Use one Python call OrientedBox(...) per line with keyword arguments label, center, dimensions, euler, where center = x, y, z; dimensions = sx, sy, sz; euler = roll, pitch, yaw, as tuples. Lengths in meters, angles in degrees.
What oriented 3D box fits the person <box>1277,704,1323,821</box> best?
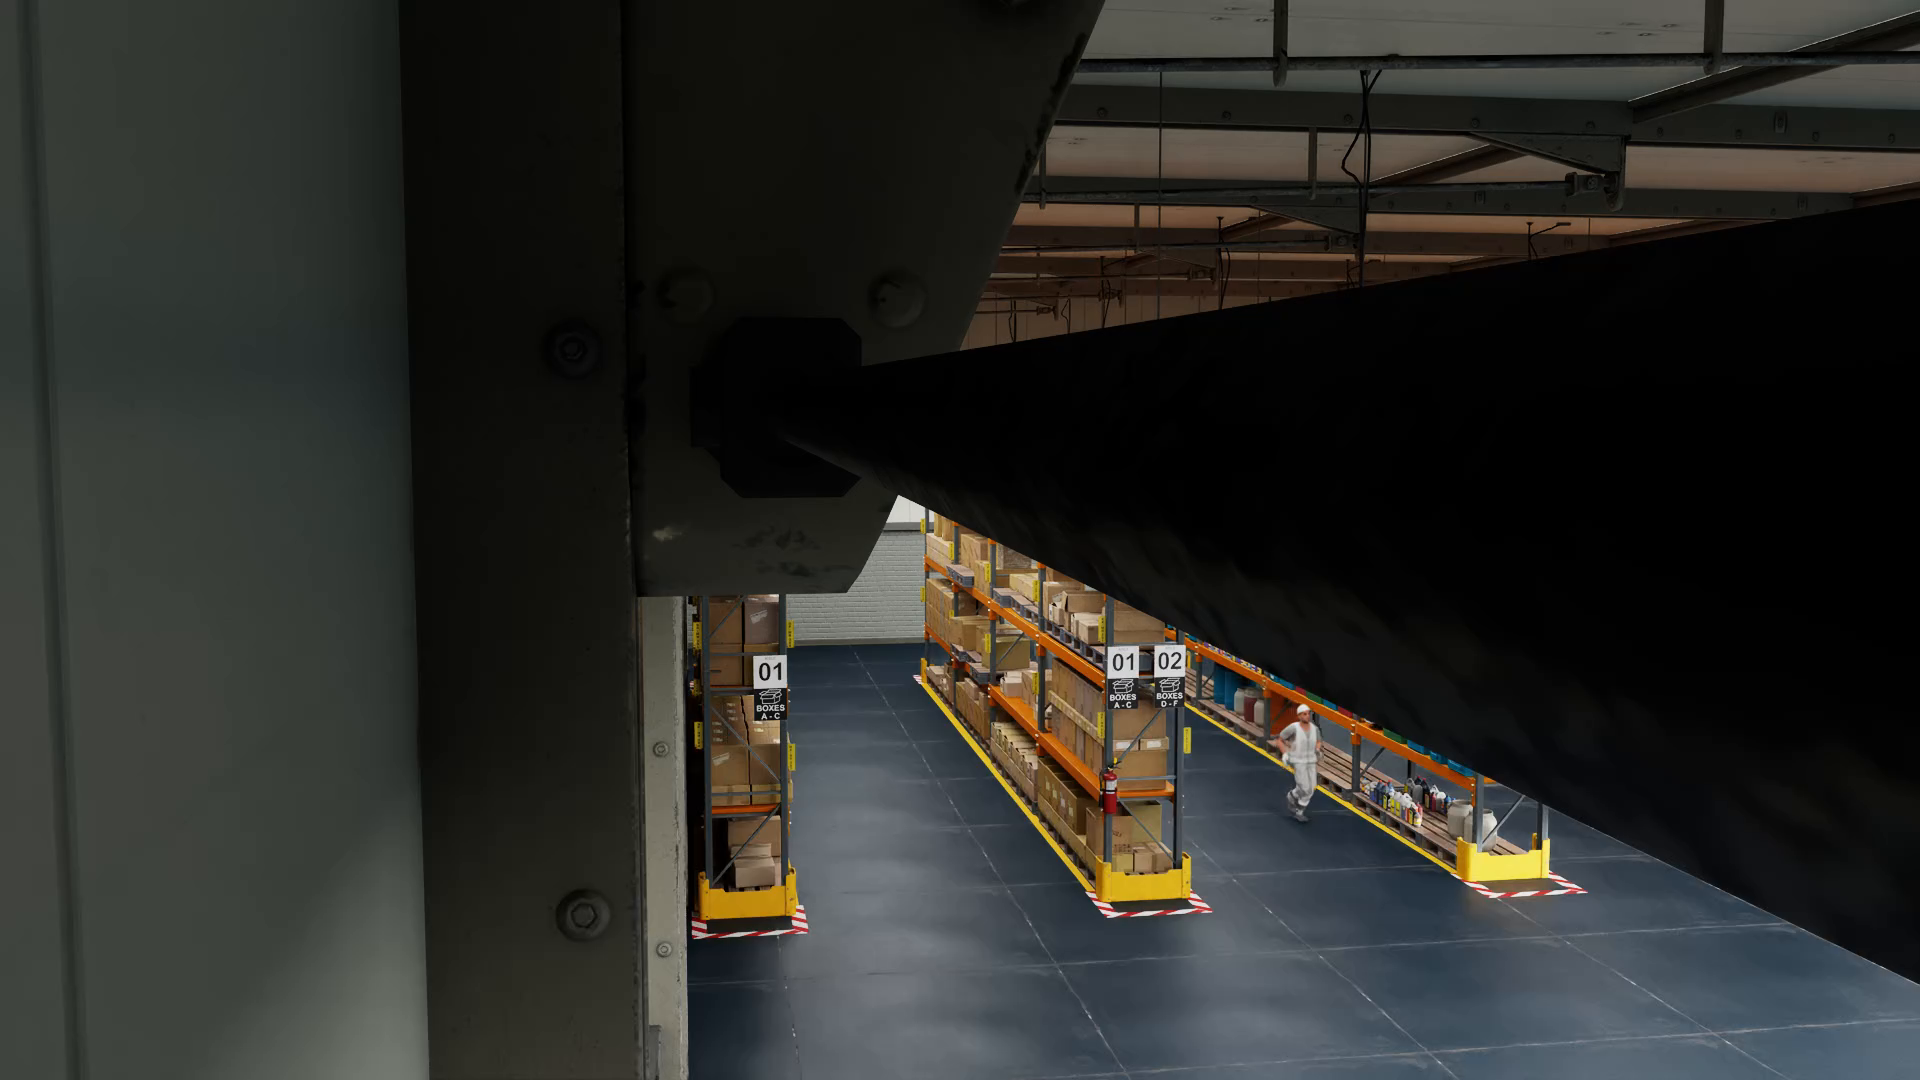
OrientedBox(label="person", center=(5.083, 3.300, 24.536), dimensions=(0.655, 1.741, 0.583), euler=(-2, 5, -20))
